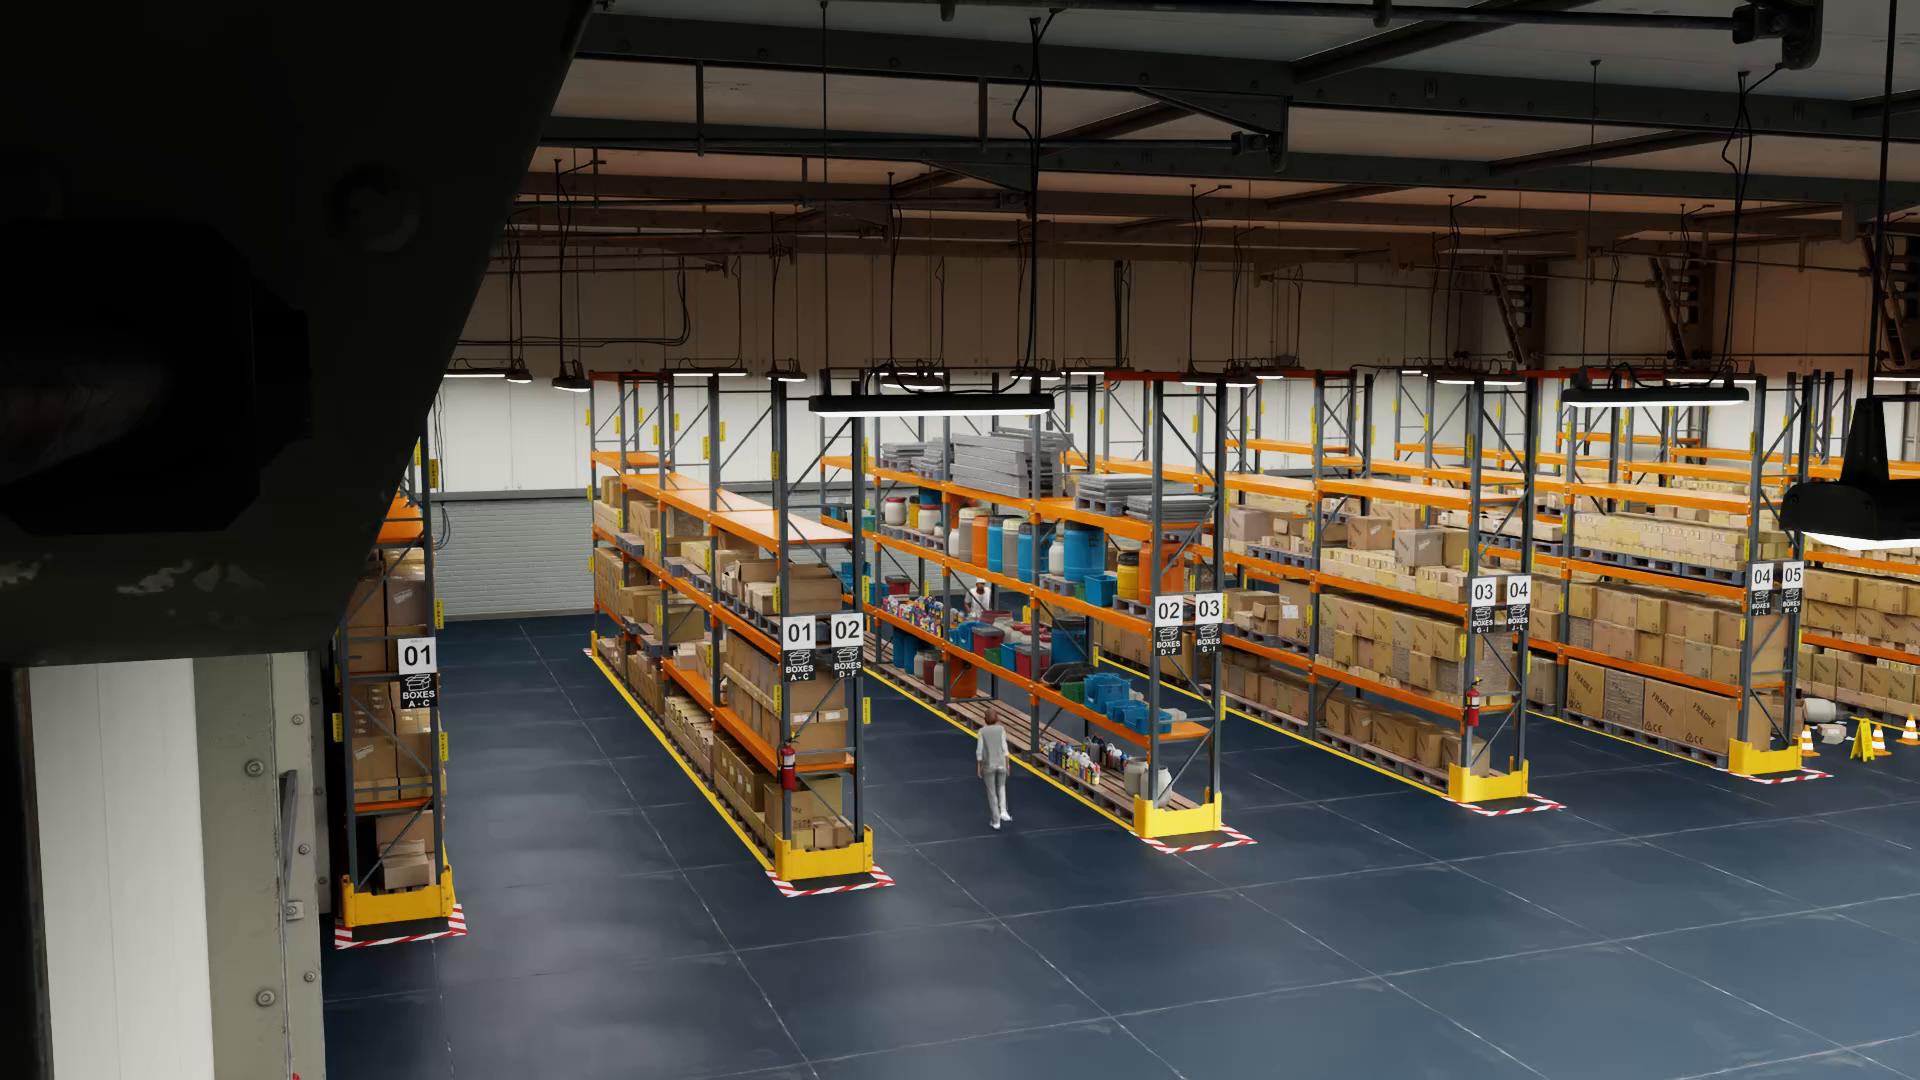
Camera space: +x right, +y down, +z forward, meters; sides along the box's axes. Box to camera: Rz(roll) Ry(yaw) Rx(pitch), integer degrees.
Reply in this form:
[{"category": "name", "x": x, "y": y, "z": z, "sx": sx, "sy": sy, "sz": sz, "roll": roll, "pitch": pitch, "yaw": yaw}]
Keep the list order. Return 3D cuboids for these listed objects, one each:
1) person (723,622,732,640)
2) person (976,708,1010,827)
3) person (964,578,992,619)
[{"category": "person", "x": -5.033, "y": 1.470, "z": 35.662, "sx": 0.487, "sy": 1.786, "sz": 0.633, "roll": -5, "pitch": 8, "yaw": -37}, {"category": "person", "x": 0.449, "y": 3.048, "z": 22.295, "sx": 0.455, "sy": 1.586, "sz": 0.442, "roll": -1, "pitch": 7, "yaw": -12}, {"category": "person", "x": 0.417, "y": 1.593, "z": 35.019, "sx": 0.719, "sy": 1.682, "sz": 0.634, "roll": -1, "pitch": 7, "yaw": -13}]
